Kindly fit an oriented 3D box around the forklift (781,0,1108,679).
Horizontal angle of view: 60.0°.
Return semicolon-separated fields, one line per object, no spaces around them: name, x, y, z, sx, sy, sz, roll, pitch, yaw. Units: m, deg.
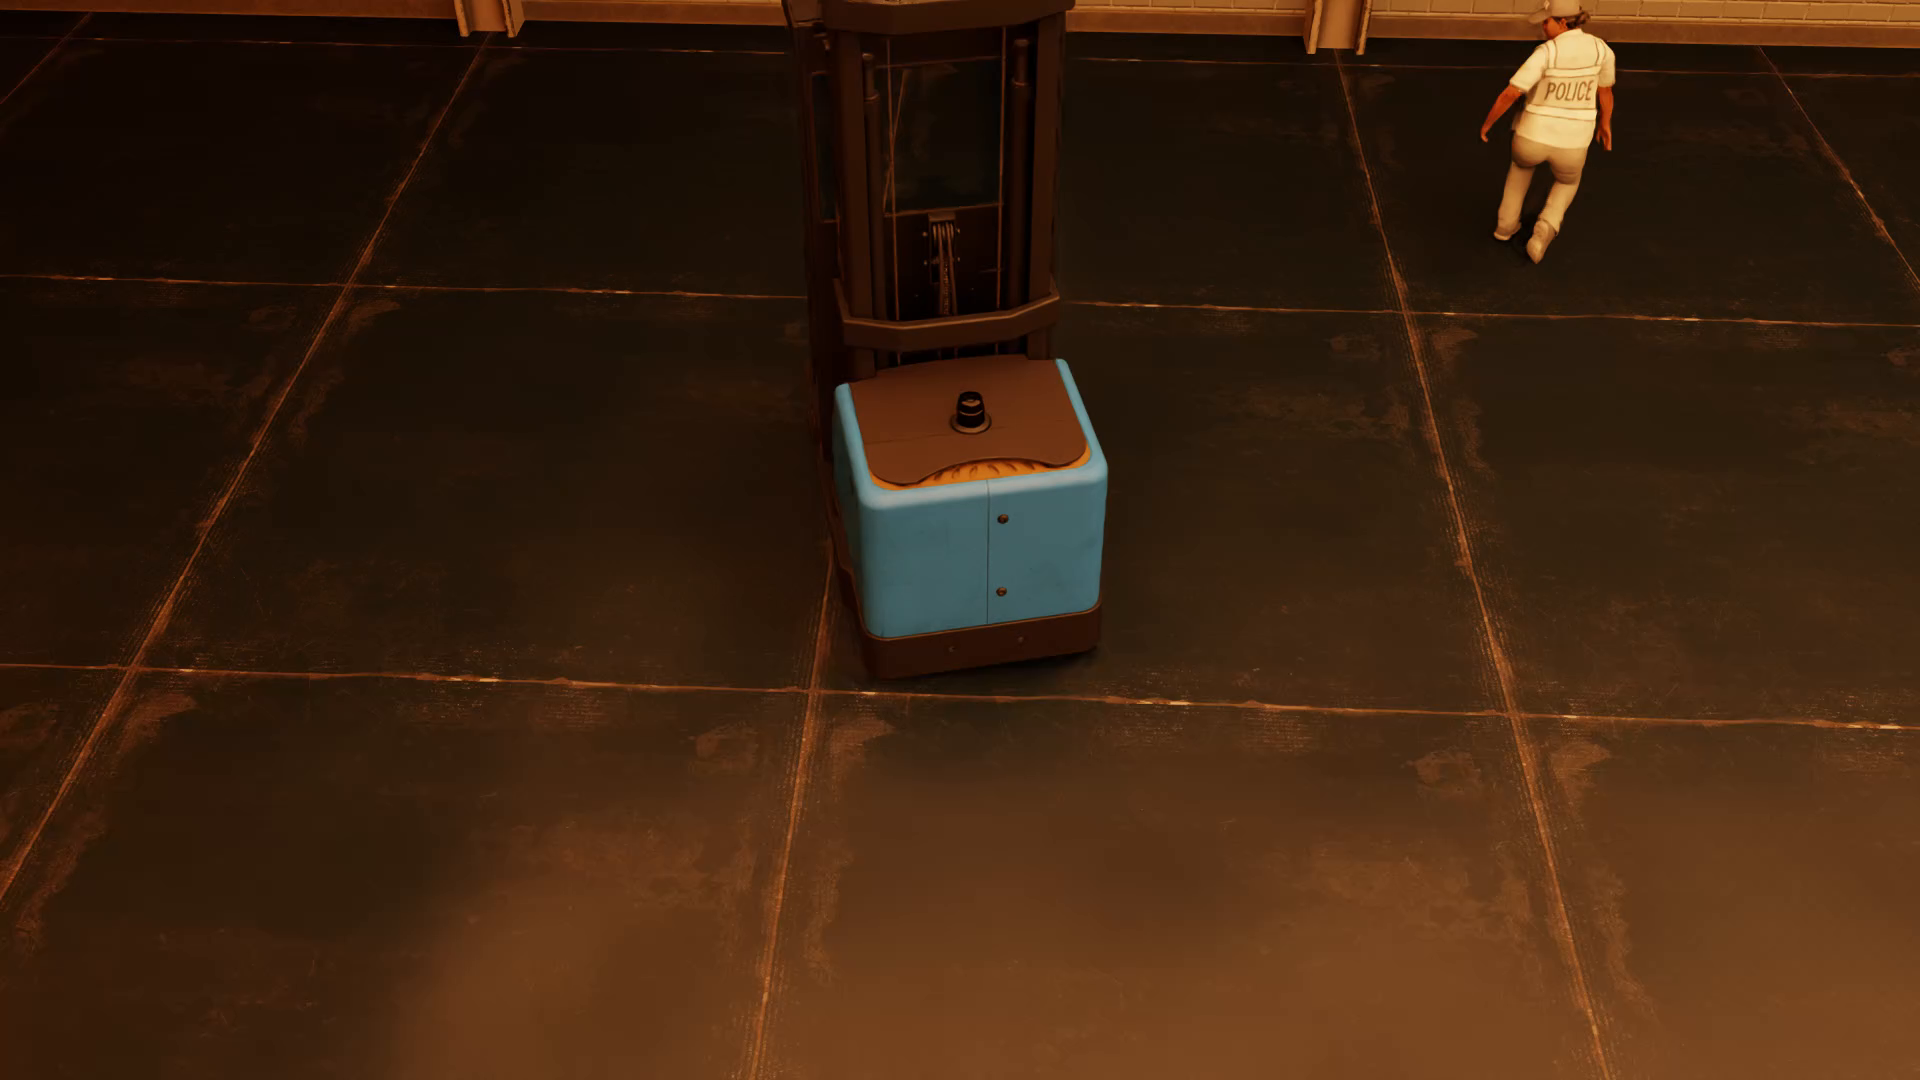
forklift;-0.169;-1.488;7.372;1.130;2.935;3.031;-7;43;-8

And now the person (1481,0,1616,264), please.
person;3.340;-2.311;9.389;0.757;1.456;0.621;8;43;9
